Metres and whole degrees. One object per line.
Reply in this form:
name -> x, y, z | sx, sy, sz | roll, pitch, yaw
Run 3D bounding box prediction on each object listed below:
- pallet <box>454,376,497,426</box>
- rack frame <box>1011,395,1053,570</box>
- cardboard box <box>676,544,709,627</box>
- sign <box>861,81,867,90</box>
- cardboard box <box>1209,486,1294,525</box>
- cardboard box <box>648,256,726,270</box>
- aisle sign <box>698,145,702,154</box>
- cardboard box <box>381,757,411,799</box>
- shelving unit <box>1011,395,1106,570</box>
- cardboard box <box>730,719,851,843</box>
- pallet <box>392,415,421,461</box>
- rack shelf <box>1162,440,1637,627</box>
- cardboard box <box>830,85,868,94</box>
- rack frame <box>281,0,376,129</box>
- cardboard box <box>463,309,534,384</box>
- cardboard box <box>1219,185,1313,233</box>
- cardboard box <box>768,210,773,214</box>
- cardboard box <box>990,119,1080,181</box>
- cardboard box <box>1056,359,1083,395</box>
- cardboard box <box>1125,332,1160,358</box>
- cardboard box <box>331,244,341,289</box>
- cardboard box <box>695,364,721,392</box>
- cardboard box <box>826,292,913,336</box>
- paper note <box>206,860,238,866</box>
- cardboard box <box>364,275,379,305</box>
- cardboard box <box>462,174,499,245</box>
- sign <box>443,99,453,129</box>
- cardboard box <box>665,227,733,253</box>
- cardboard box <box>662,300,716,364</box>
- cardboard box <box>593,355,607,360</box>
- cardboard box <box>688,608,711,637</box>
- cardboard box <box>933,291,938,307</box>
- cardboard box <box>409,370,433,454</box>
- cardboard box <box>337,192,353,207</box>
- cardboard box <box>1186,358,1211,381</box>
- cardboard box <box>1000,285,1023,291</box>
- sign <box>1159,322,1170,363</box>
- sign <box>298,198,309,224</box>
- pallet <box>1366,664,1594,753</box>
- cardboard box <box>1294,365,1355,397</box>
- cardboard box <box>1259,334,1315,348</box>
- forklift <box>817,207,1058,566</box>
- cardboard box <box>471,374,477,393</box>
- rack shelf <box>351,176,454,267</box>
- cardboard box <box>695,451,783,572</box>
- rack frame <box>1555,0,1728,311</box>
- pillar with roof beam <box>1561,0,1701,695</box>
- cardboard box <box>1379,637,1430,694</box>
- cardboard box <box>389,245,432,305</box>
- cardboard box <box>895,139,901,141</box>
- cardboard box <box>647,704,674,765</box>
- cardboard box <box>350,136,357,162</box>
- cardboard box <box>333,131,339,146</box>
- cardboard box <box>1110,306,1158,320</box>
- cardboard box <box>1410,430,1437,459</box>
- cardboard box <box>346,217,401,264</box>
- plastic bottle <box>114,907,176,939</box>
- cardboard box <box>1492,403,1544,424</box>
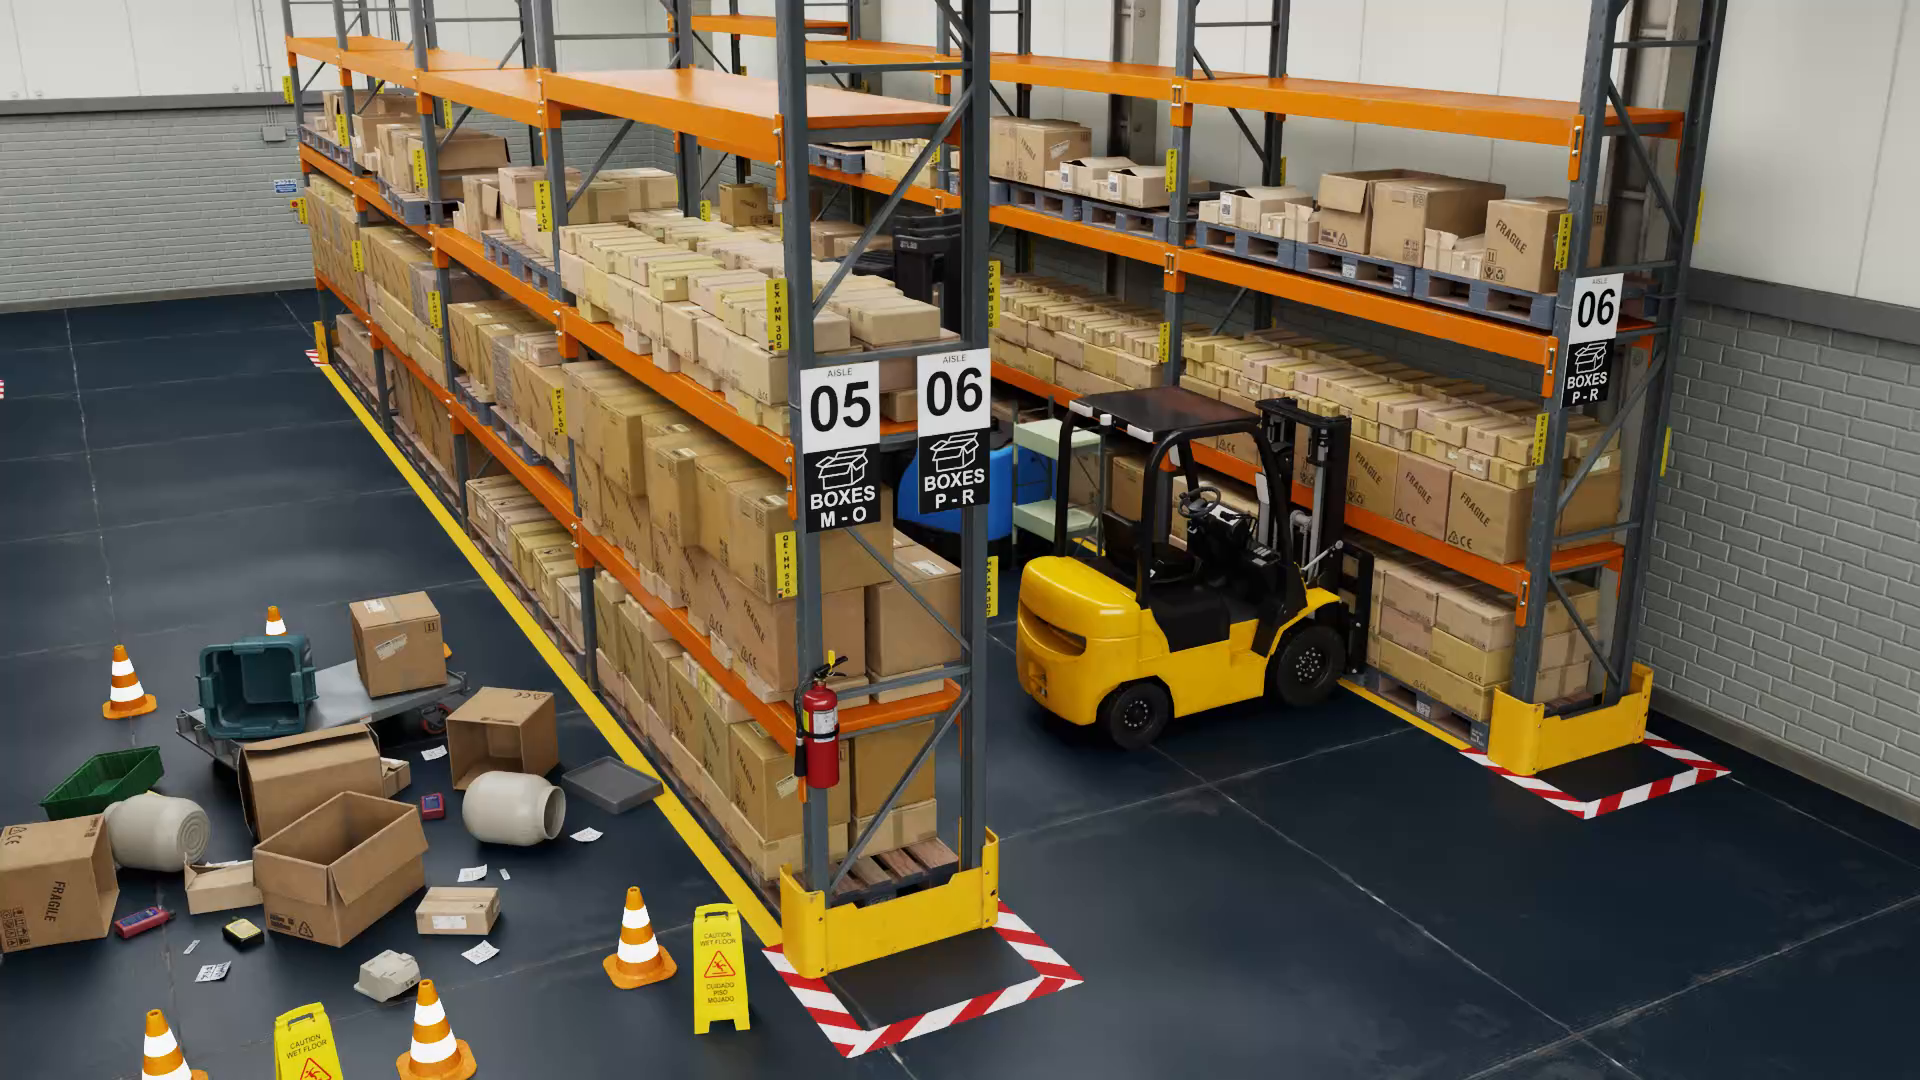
pallet -> -3.696, -1.283, 14.546 | 1.213, 0.211, 1.003 | -10, 21, -27
rack frame -> 0.618, -0.486, 14.240 | 0.400, 1.500, 0.023 | -12, 22, -31
cardboard box -> -1.298, 0.145, 9.504 | 0.500, 0.500, 0.500 | -10, 21, -27
sign -> -1.174, -5.416, 20.233 | 0.100, 0.325, 0.005 | -10, 21, -27
cardboard box -> 2.325, -0.219, 13.207 | 0.500, 0.250, 0.500 | -10, 21, -27
cardboard box -> -1.555, -1.515, 9.489 | 0.380, 0.149, 0.250 | -10, 21, -26
aisle sign -> -3.851, -5.832, 23.447 | 0.394, 0.787, 0.004 | -10, 21, -27
cardboard box -> -3.731, 1.445, 10.537 | 0.396, 0.266, 0.258 | 7, 20, 20
shelving unit -> 0.818, -0.386, 13.950 | 0.431, 1.500, 0.755 | -12, 22, -31
cardboard box -> -0.939, 1.292, 9.211 | 0.500, 0.500, 0.500 | -10, 21, -26
pallet -> -5.595, -1.182, 18.234 | 1.003, 0.211, 1.213 | -10, 21, -27
rack shelf -> 3.088, -0.270, 12.417 | 1.077, 0.370, 4.000 | -10, 21, -27
cardboard box -> -1.301, -5.214, 19.541 | 0.396, 0.266, 0.258 | -10, 21, -27
rack frame -> -7.927, -6.695, 20.737 | 1.000, 3.000, 0.127 | -10, 21, -27
cardboard box -> -3.864, -1.635, 14.018 | 0.500, 0.500, 0.500 | -9, 21, -24
cardboard box -> 2.318, -2.529, 12.602 | 0.500, 0.311, 0.500 | -9, 21, -26
cardboard box -> -2.865, -4.459, 23.229 | 0.500, 0.250, 0.500 | -10, 21, -26
cardboard box -> 0.696, -3.668, 15.614 | 0.700, 0.500, 0.500 | -10, 22, -28
cardboard box -> 1.216, -1.508, 15.132 | 0.500, 0.250, 0.500 | -10, 21, -26
cardboard box -> 1.642, -1.673, 14.232 | 0.380, 0.149, 0.250 | -10, 22, -27
cardboard box -> -7.209, -3.293, 19.922 | 0.500, 0.500, 0.500 | -9, 21, -25
cardboard box -> -1.210, -0.919, 8.983 | 0.380, 0.149, 0.250 | -10, 21, -27
cardboard box -> -0.452, -1.145, 8.416 | 0.380, 0.149, 0.250 | -10, 21, -27
paper note -> -4.282, 1.896, 9.603 | 0.172, 0.023, 0.155 | -3, 19, -8
cardboard box -> -6.067, -2.706, 17.838 | 0.500, 0.250, 0.500 | -11, 22, -28
cardboard box -> -3.687, -2.754, 13.761 | 0.700, 0.500, 0.500 | -10, 21, -27
sign -> -5.555, -4.608, 18.014 | 0.100, 0.325, 0.005 | -10, 21, -27
cardboard box -> -1.650, -1.881, 10.549 | 0.380, 0.149, 0.250 | -9, 21, -25
cardboard box -> -1.298, -1.151, 9.044 | 0.500, 0.250, 0.500 | -9, 21, -25
cardboard box -> -2.437, -1.123, 12.534 | 0.500, 0.500, 0.500 | -10, 21, -26
cardboard box -> -1.364, 0.423, 9.693 | 0.380, 0.149, 0.250 | -10, 22, -27
cardboard box -> -0.411, -2.541, 17.638 | 0.380, 0.149, 0.250 | -10, 21, -26
cardboard box -> -5.227, -1.481, 17.438 | 0.875, 0.875, 0.875 | -9, 21, -25
cardboard box -> -7.005, -3.953, 19.307 | 0.380, 0.149, 0.250 | -10, 22, -28
cardboard box -> 2.058, -1.405, 13.458 | 0.380, 0.149, 0.250 | -10, 22, -28
cardboard box -> 0.403, -2.403, 16.348 | 0.380, 0.149, 0.250 | -9, 21, -25
sign -> 1.665, -1.607, 13.536 | 0.100, 0.325, 0.005 | -10, 21, -27
sign -> -8.418, -4.221, 21.317 | 0.100, 0.325, 0.005 | -10, 21, -27
pallet -> 3.637, 1.070, 11.708 | 1.003, 0.211, 1.213 | -10, 21, -27
cardboard box -> 2.710, -1.183, 12.358 | 0.380, 0.149, 0.250 | -10, 21, -27
cardboard box -> 2.638, -1.555, 13.435 | 0.380, 0.149, 0.250 | -11, 22, -28
forklift -> -0.590, -1.513, 15.024 | 3.031, 2.935, 1.130 | 14, 24, 36
cardboard box -> -3.943, -1.348, 14.180 | 0.380, 0.149, 0.250 | -12, 22, -30
rack shelf -> -5.078, -3.214, 16.352 | 1.077, 0.370, 4.000 | -10, 21, -27
cardboard box -> -0.998, -0.185, 8.928 | 0.700, 0.500, 0.500 | -10, 21, -26
rack frame -> 4.037, -2.871, 9.657 | 1.000, 3.000, 0.127 | -10, 21, -27
pillar with roof beam -> 0.711, -2.544, 8.708 | 9.100, 9.000, 0.400 | -10, 21, -27
cardboard box -> 3.308, 0.836, 11.683 | 0.500, 0.250, 0.500 | -10, 21, -27
cardboard box -> -5.319, -2.626, 16.457 | 0.500, 0.500, 0.500 | -10, 22, -28
cardboard box -> -0.472, -4.301, 17.561 | 0.380, 0.149, 0.250 | -10, 22, -28
cardboard box -> -1.668, 1.202, 10.621 | 0.500, 0.250, 0.500 | -10, 22, -27
cardboard box -> -6.098, -4.065, 17.278 | 0.396, 0.266, 0.258 | -10, 22, -27
cardboard box -> -6.738, -4.465, 18.462 | 0.380, 0.149, 0.250 | -9, 21, -25
cardboard box -> 1.601, -2.046, 15.314 | 0.380, 0.149, 0.250 | -10, 21, -27
cardboard box -> 3.302, -0.671, 11.330 | 0.380, 0.149, 0.250 | -10, 21, -27
cardboard box -> -6.495, -3.323, 18.477 | 0.500, 0.500, 0.500 | -10, 21, -27
plastic bottle -> -4.430, 2.067, 9.046 | 0.133, 0.061, 0.283 | 16, 25, 39
cardboard box -> 3.833, -0.813, 11.286 | 0.380, 0.149, 0.250 | -10, 21, -26
